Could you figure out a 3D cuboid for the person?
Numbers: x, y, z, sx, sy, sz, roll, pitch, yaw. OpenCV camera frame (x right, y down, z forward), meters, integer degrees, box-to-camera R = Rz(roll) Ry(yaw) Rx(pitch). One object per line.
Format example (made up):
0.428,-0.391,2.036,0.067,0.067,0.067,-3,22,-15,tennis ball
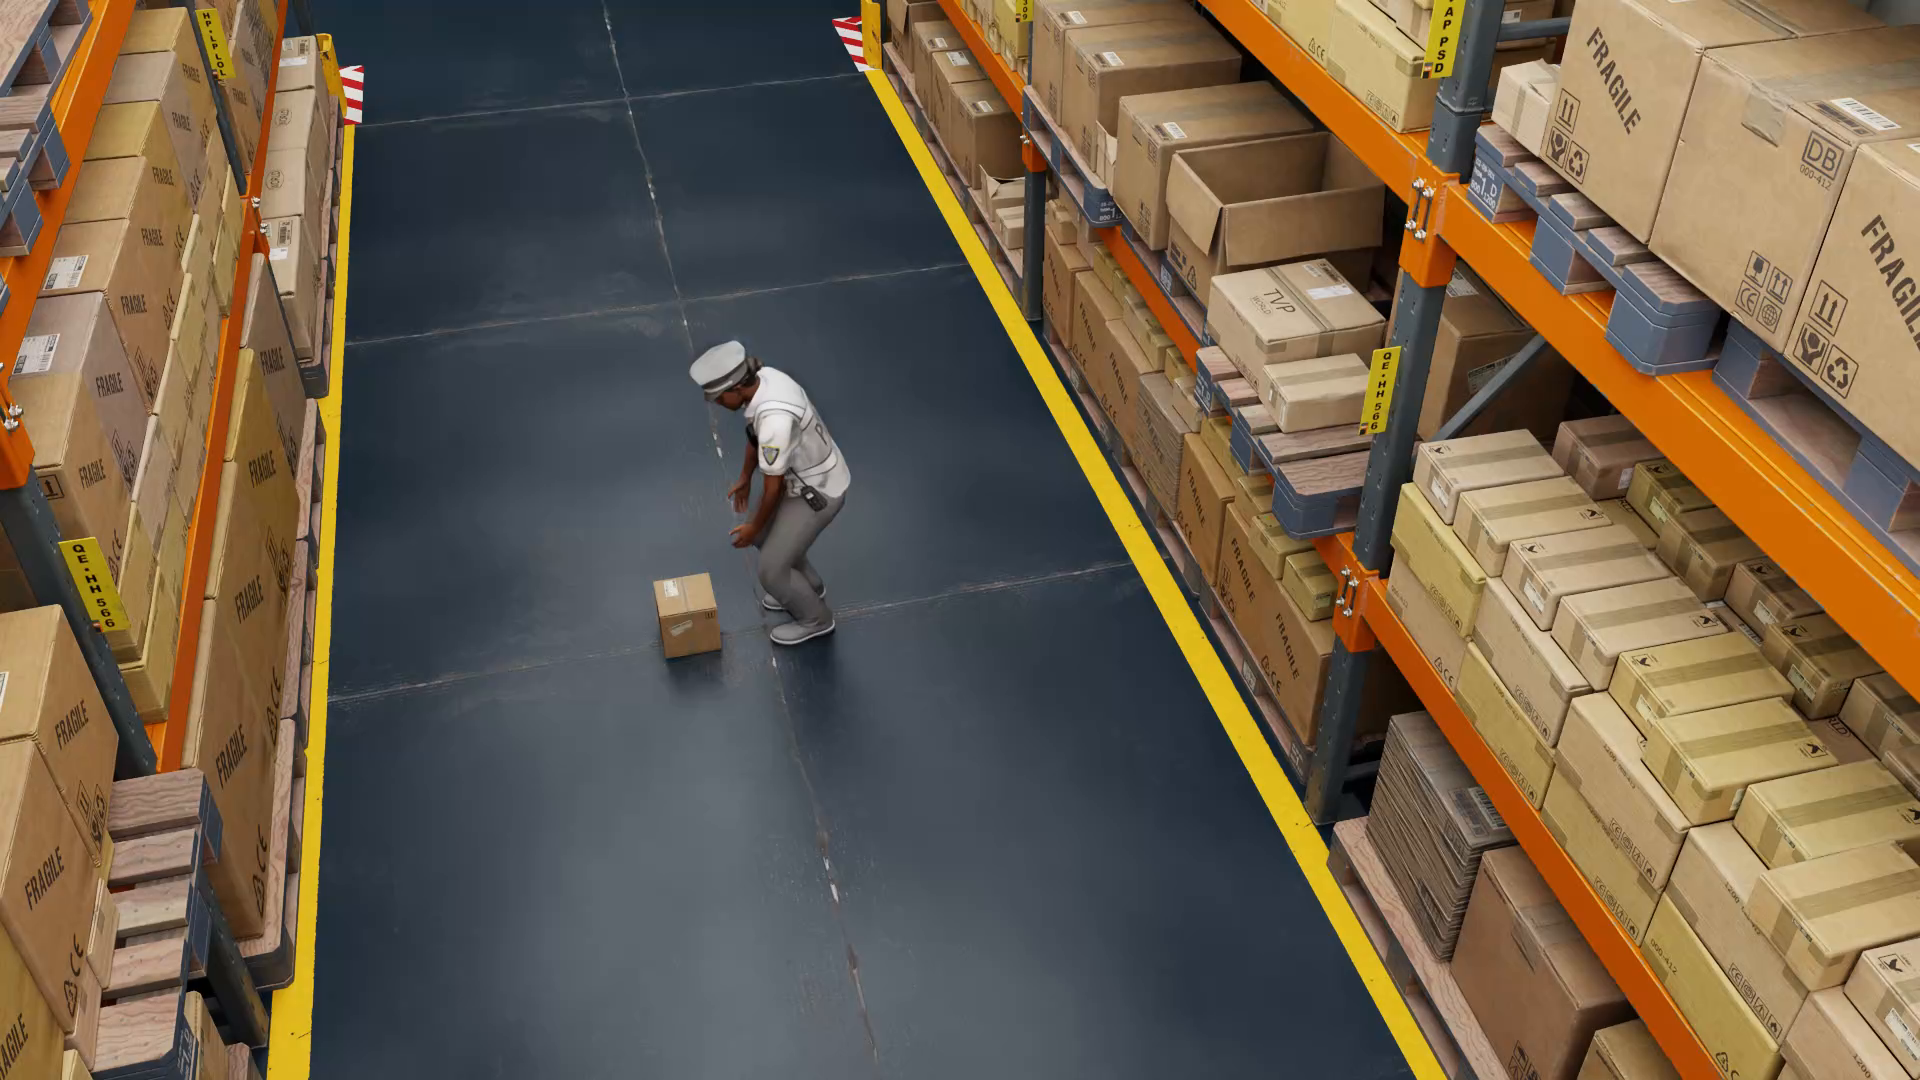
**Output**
-0.778,-0.194,7.116,0.628,1.481,0.490,-8,39,-10,person
